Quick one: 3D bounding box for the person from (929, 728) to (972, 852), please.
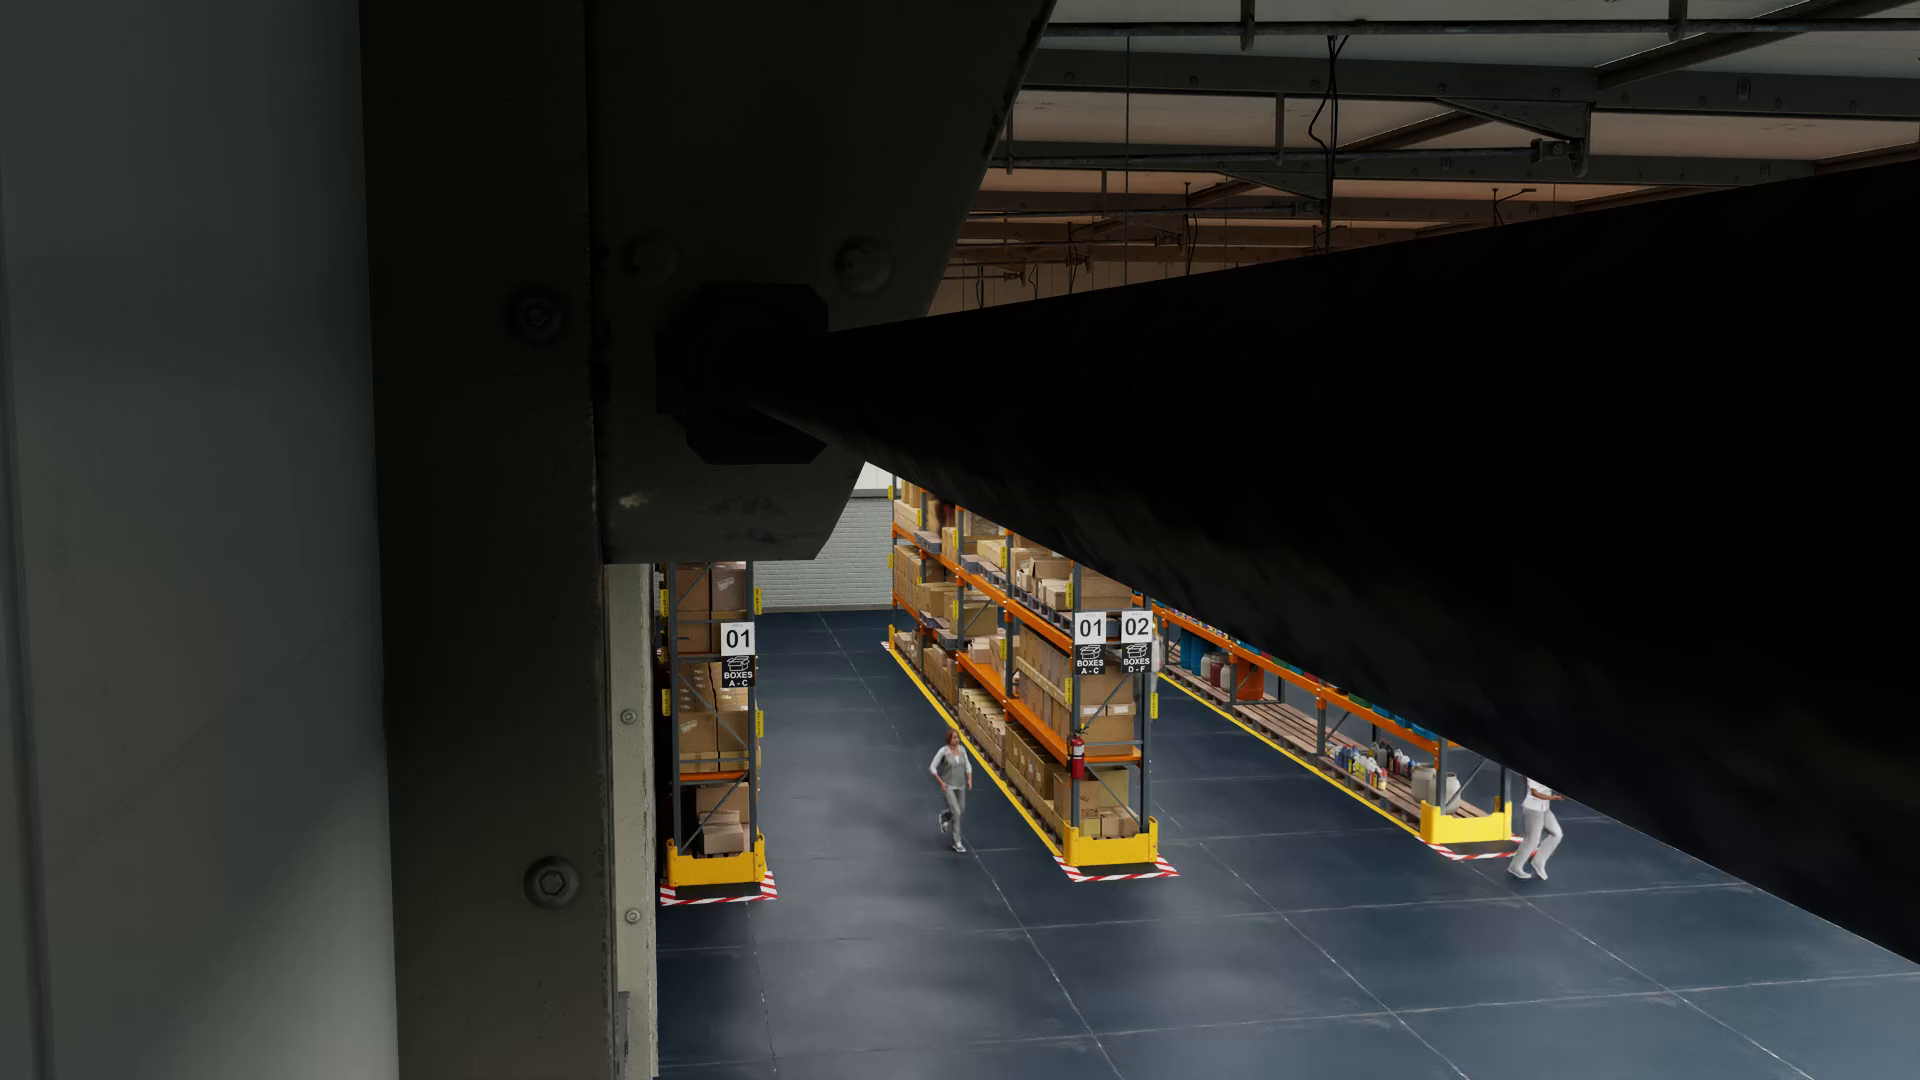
[{"bbox_3d":[-0.129,3.218,21.647,0.566,1.575,0.718,-4,7,-31],"label":"person"}]

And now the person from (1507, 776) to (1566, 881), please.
[{"bbox_3d":[7.070,3.307,20.311,0.644,1.723,0.580,3,7,29],"label":"person"}]

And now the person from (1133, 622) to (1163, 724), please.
[{"bbox_3d":[3.298,2.294,29.415,0.683,1.765,0.890,-1,6,-13],"label":"person"}]
